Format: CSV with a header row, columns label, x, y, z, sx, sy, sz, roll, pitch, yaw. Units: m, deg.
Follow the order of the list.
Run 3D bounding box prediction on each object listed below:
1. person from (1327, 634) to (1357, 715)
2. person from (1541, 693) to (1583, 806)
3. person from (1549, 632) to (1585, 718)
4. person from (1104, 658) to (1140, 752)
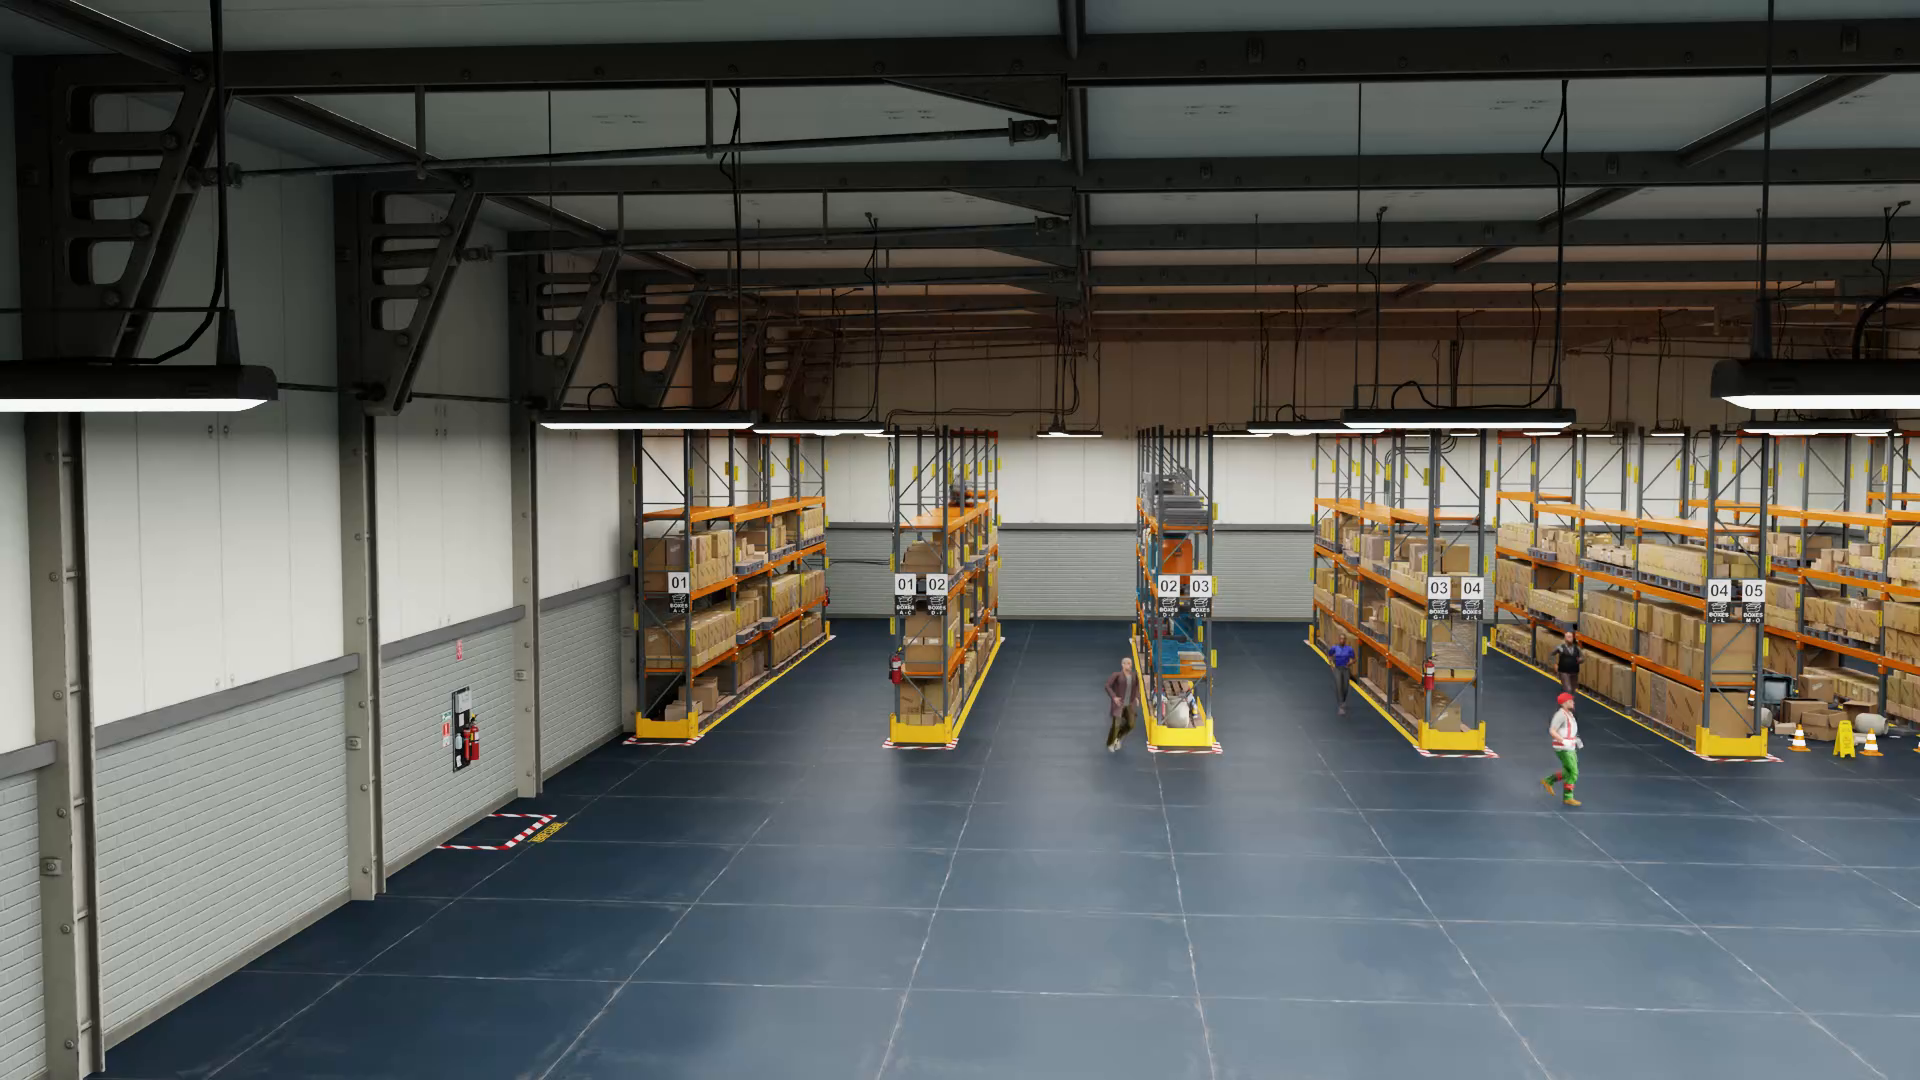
label,x,y,z,sx,sy,sz,roll,pitch,yaw
person,8.027,2.790,34.933,0.591,1.657,0.835,0,3,6
person,9.458,3.272,26.165,0.666,1.755,0.668,3,4,36
person,12.613,2.767,34.471,0.656,1.707,0.969,0,3,-6
person,3.030,3.030,30.559,0.775,1.724,0.583,-1,4,-20
